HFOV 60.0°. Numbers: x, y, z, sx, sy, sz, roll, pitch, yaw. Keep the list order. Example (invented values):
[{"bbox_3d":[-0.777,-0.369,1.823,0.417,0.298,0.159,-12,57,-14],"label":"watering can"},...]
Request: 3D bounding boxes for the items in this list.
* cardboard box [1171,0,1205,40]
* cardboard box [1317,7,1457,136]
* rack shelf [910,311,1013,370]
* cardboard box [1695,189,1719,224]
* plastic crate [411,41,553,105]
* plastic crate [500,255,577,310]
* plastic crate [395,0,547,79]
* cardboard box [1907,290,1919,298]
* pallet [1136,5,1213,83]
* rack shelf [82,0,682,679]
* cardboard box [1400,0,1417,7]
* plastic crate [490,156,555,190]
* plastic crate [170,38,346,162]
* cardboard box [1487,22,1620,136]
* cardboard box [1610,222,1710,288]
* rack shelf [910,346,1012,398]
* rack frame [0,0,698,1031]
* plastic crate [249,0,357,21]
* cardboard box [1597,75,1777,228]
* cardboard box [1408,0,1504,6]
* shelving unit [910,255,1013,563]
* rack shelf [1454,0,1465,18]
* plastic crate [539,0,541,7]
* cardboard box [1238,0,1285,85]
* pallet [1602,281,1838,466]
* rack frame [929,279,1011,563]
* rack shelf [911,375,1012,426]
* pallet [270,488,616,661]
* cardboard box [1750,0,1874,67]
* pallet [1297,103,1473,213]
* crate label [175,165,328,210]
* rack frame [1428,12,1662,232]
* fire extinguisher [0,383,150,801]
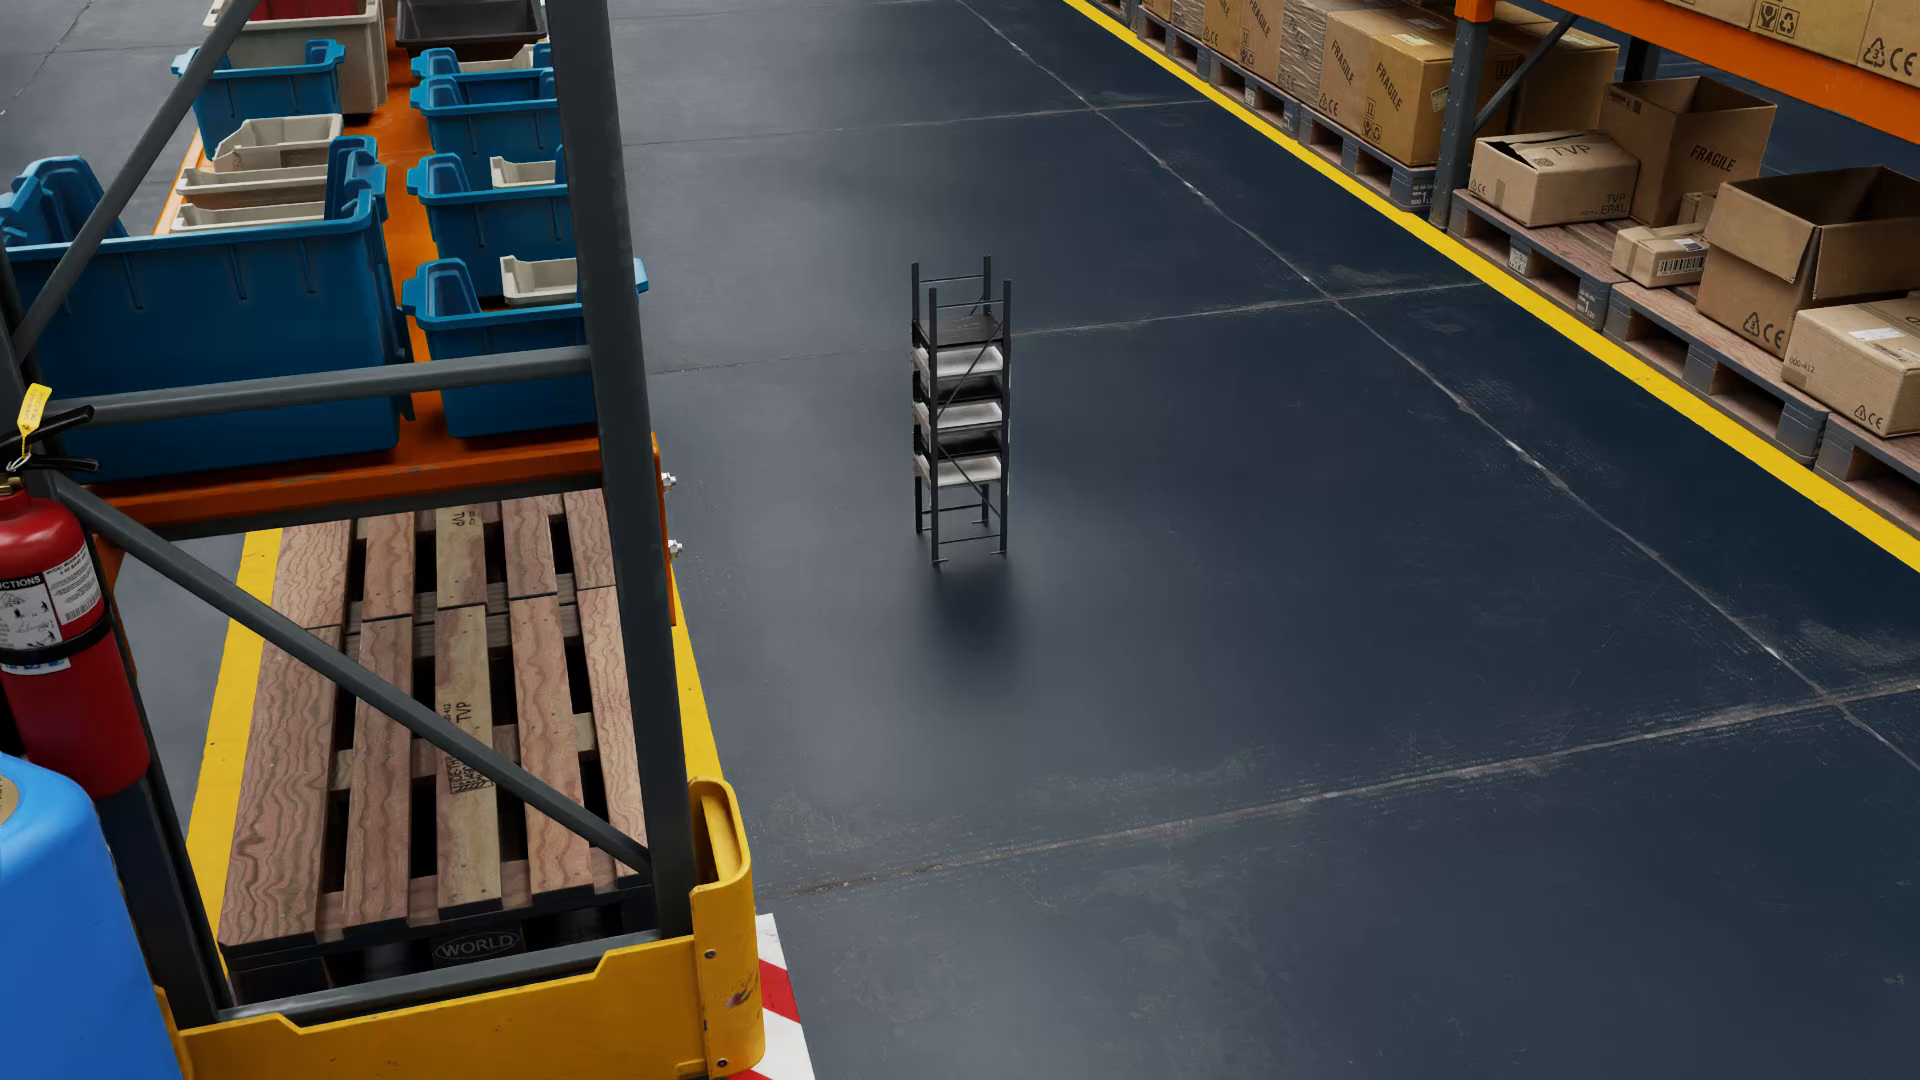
[{"bbox_3d":[1.628,-3.357,10.112,0.500,0.500,0.500,-9,31,-15],"label":"cardboard box"},{"bbox_3d":[2.170,-2.376,8.416,0.500,0.500,0.500,-8,31,-13],"label":"cardboard box"},{"bbox_3d":[0.002,-0.590,4.899,0.258,0.077,0.200,-8,31,-13],"label":"rack shelf"},{"bbox_3d":[3.324,-1.254,6.667,0.500,0.311,0.500,-8,31,-13],"label":"cardboard box"},{"bbox_3d":[-1.192,-1.136,4.325,0.416,0.233,0.300,-8,31,-13],"label":"plastic crate"},{"bbox_3d":[-0.768,-0.479,3.286,0.250,0.136,0.298,-8,31,-13],"label":"plastic crate"},{"bbox_3d":[-1.521,-1.572,5.186,0.437,0.125,0.590,-8,31,-13],"label":"plastic crate"},{"bbox_3d":[3.625,-0.679,5.734,0.500,0.250,0.500,-8,31,-13],"label":"cardboard box"},{"bbox_3d":[1.800,-3.186,10.544,1.003,0.211,1.213,-8,31,-13],"label":"pallet"},{"bbox_3d":[-1.546,-0.893,4.516,1.077,0.370,4.000,-8,31,-13],"label":"rack shelf"},{"bbox_3d":[2.529,-2.700,8.976,0.500,0.500,0.500,-7,31,-13],"label":"cardboard box"},{"bbox_3d":[-0.948,-0.807,3.852,0.250,0.136,0.298,-8,31,-13],"label":"plastic crate"},{"bbox_3d":[-1.807,-1.149,4.349,0.416,0.233,0.300,-8,31,-13],"label":"plastic crate"},{"bbox_3d":[2.807,-2.201,8.115,0.500,0.500,0.500,-9,31,-16],"label":"cardboard box"},{"bbox_3d":[2.842,-1.143,6.620,0.380,0.166,0.250,-8,31,-13],"label":"cardboard box"},{"bbox_3d":[0.002,-0.512,4.944,0.258,0.077,0.200,-8,31,-13],"label":"rack shelf"},{"bbox_3d":[-1.015,-0.238,2.667,1.000,3.000,0.127,-8,31,-13],"label":"rack frame"},{"bbox_3d":[-2.081,-1.759,5.171,0.402,0.464,0.583,-8,31,-13],"label":"plastic crate"},{"bbox_3d":[3.125,-1.698,7.245,0.500,0.500,0.500,-8,31,-13],"label":"cardboard box"},{"bbox_3d":[2.541,-3.009,8.762,0.500,0.250,0.500,-8,31,-13],"label":"cardboard box"},{"bbox_3d":[0.002,-0.386,5.018,0.258,0.900,0.210,-8,31,-13],"label":"shelving unit"},{"bbox_3d":[2.169,-3.481,8.989,1.077,0.370,4.000,-8,31,-13],"label":"rack shelf"},{"bbox_3d":[-1.624,-2.009,5.683,0.392,0.384,0.575,-8,31,-13],"label":"plastic crate"},{"bbox_3d":[1.900,-2.863,9.258,0.500,0.500,0.500,-9,31,-15],"label":"cardboard box"},{"bbox_3d":[3.209,-0.698,6.245,1.003,0.211,1.213,-8,31,-13],"label":"pallet"},{"bbox_3d":[0.029,-0.336,4.933,0.240,0.900,0.006,-8,31,-13],"label":"rack frame"},{"bbox_3d":[0.002,-0.435,4.989,0.258,0.077,0.200,-8,31,-13],"label":"rack shelf"},{"bbox_3d":[-1.517,-0.023,5.079,1.003,0.211,1.213,-8,31,-13],"label":"pallet"},{"bbox_3d":[2.979,-1.854,5.358,0.500,0.500,0.500,-8,31,-14],"label":"cardboard box"},{"bbox_3d":[2.448,-2.008,8.508,1.003,0.211,1.213,-8,31,-13],"label":"pallet"},{"bbox_3d":[-1.566,-0.793,3.829,0.396,0.136,0.243,-8,31,-13],"label":"crate label"},{"bbox_3d":[2.700,-2.827,7.140,1.000,3.000,0.127,-8,31,-13],"label":"rack frame"},{"bbox_3d":[-1.413,0.090,2.550,0.296,0.674,0.183,-8,31,-13],"label":"fire extinguisher"}]
